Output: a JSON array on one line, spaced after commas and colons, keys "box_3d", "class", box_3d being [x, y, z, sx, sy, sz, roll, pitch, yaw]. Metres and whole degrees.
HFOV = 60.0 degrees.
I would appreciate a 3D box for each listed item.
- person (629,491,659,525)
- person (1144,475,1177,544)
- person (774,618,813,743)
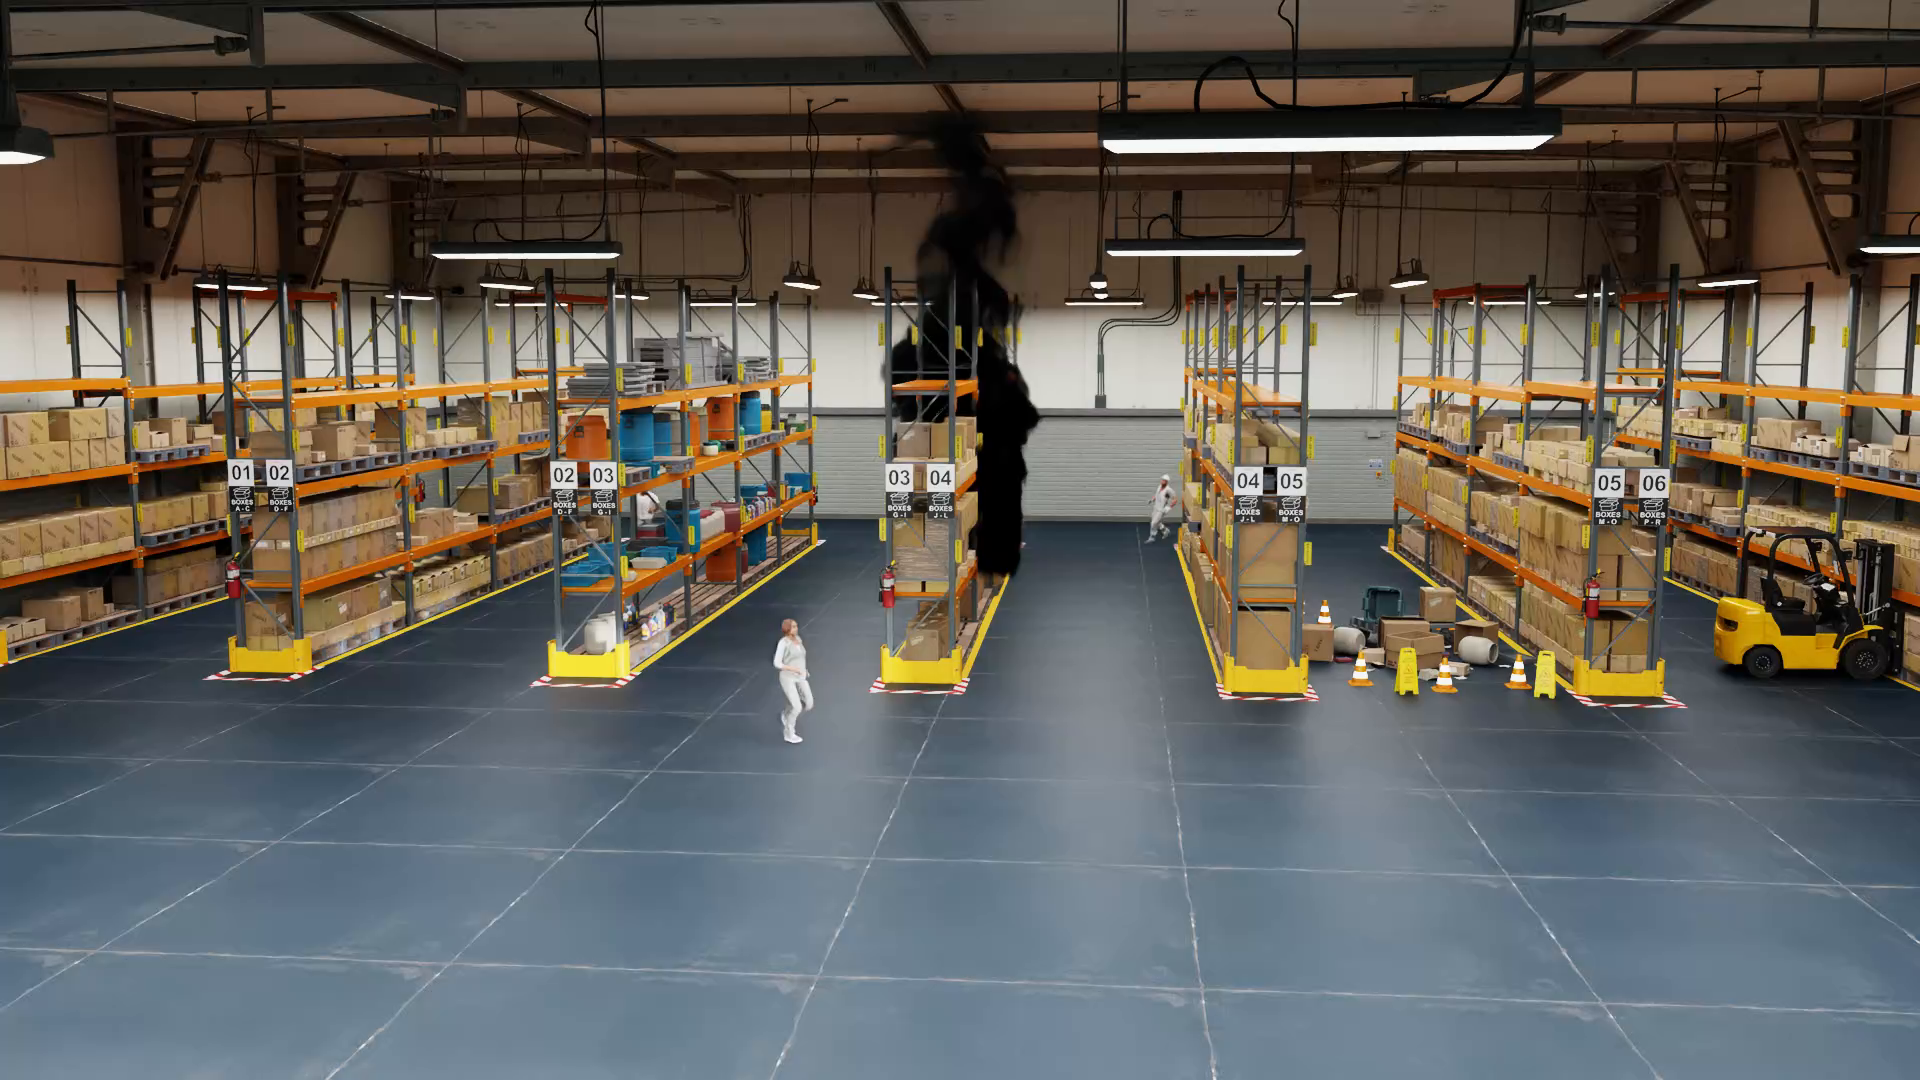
[{"box_3d": [-7.285, -0.507, 38.336, 0.712, 1.730, 0.796, 0, 7, 0], "class": "person"}, {"box_3d": [4.957, -0.739, 40.416, 0.724, 1.710, 0.742, -3, 8, -26], "class": "person"}, {"box_3d": [-2.057, 1.737, 20.591, 0.552, 1.553, 0.530, 5, 9, 36], "class": "person"}]
